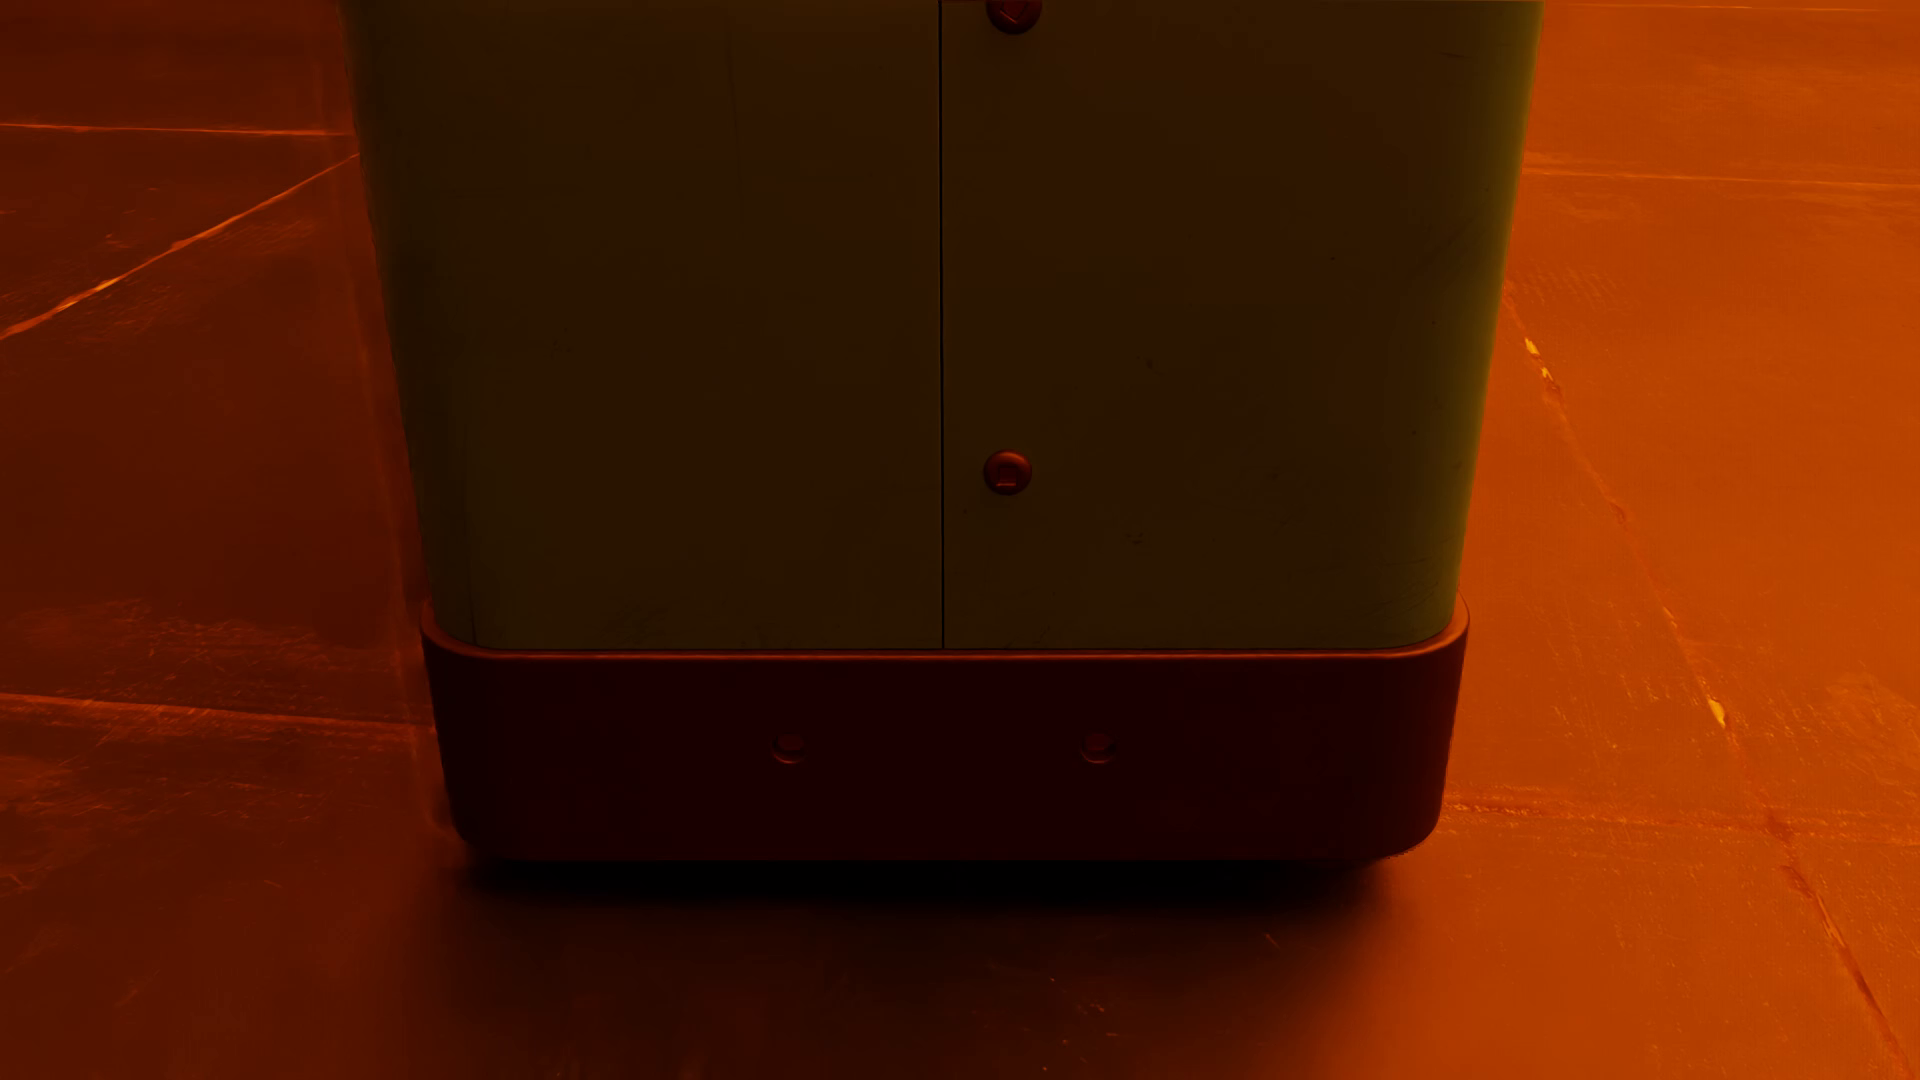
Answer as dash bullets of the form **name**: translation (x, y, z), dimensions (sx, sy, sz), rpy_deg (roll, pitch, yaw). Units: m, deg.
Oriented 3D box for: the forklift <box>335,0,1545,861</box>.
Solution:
- **forklift**: translation (-0.019, -1.598, 2.419), dimensions (1.130, 2.935, 3.031), rpy_deg (0, 27, 0)
